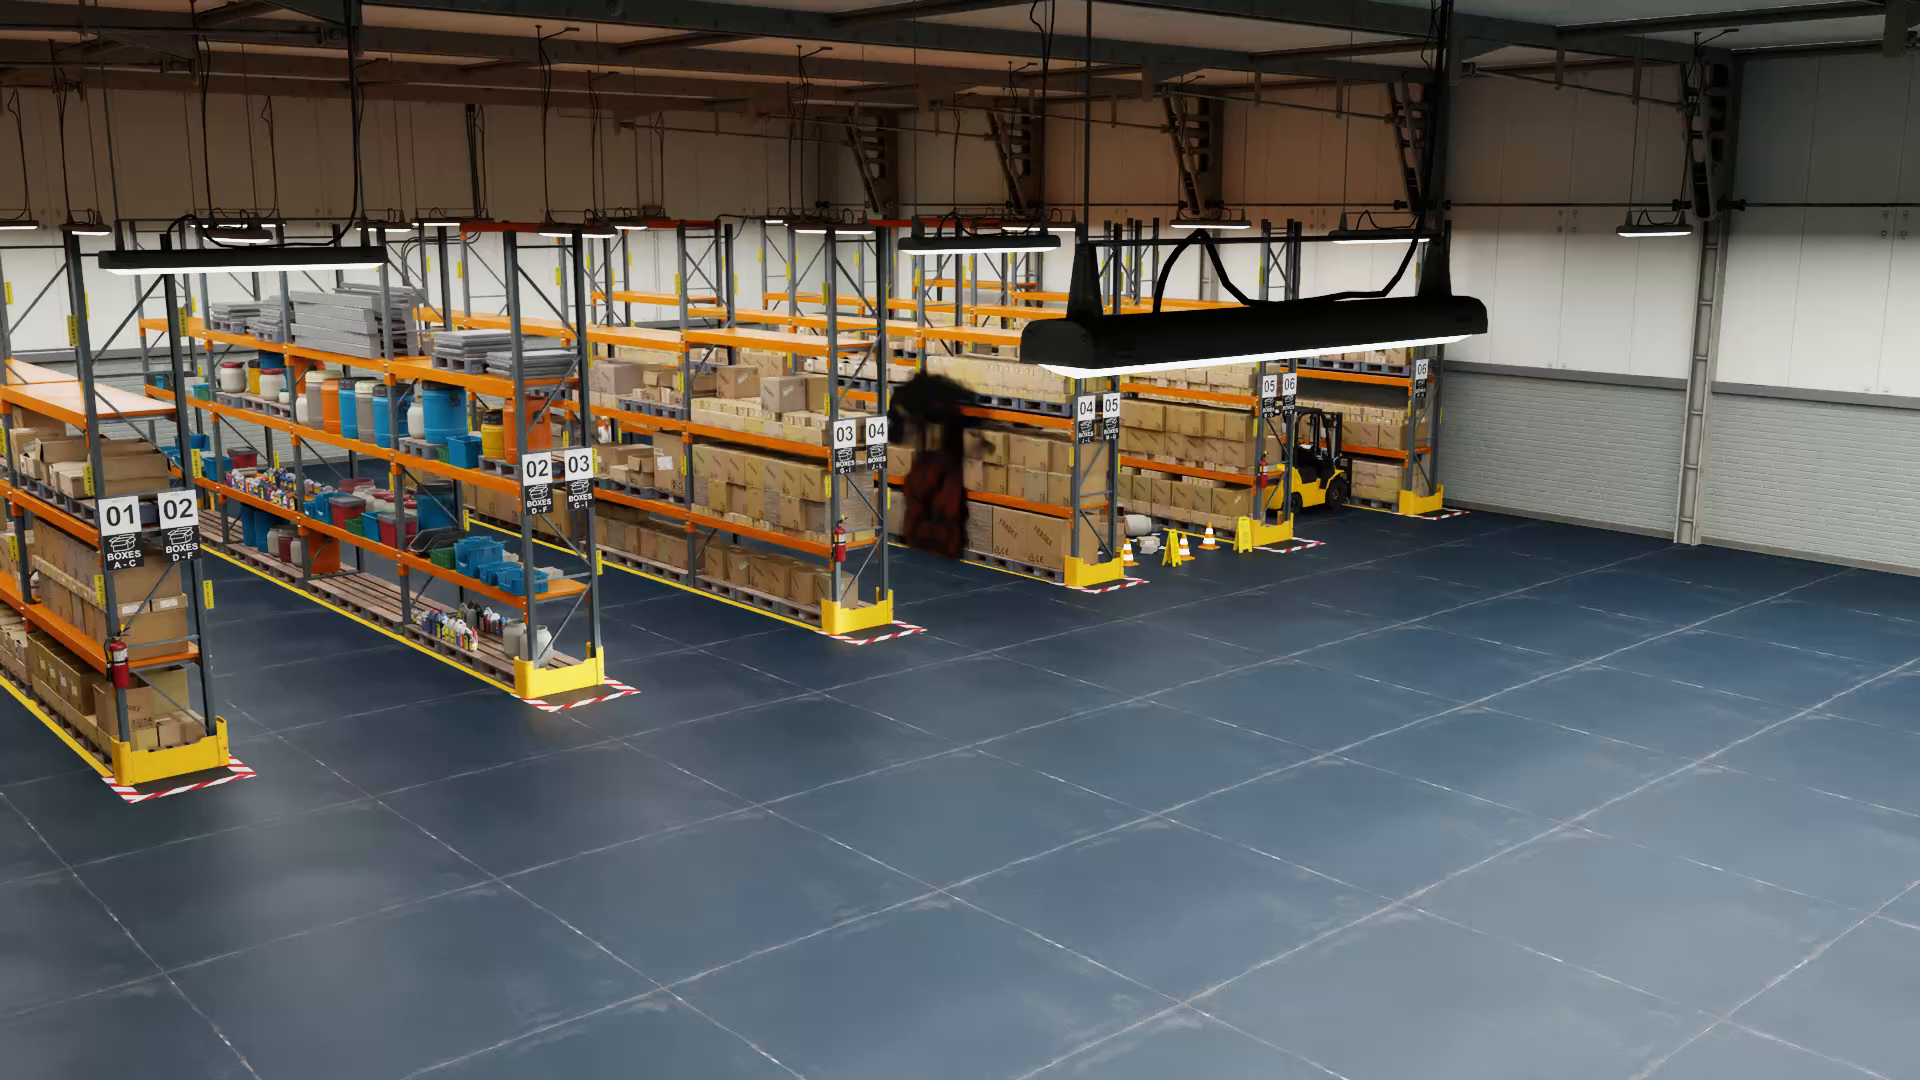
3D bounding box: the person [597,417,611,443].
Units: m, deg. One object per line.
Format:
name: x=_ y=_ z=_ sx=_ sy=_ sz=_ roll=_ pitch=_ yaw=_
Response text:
person: x=-7.782 y=-1.910 z=36.912 sx=0.638 sy=1.749 sz=0.608 roll=-9 pitch=14 yaw=-36
